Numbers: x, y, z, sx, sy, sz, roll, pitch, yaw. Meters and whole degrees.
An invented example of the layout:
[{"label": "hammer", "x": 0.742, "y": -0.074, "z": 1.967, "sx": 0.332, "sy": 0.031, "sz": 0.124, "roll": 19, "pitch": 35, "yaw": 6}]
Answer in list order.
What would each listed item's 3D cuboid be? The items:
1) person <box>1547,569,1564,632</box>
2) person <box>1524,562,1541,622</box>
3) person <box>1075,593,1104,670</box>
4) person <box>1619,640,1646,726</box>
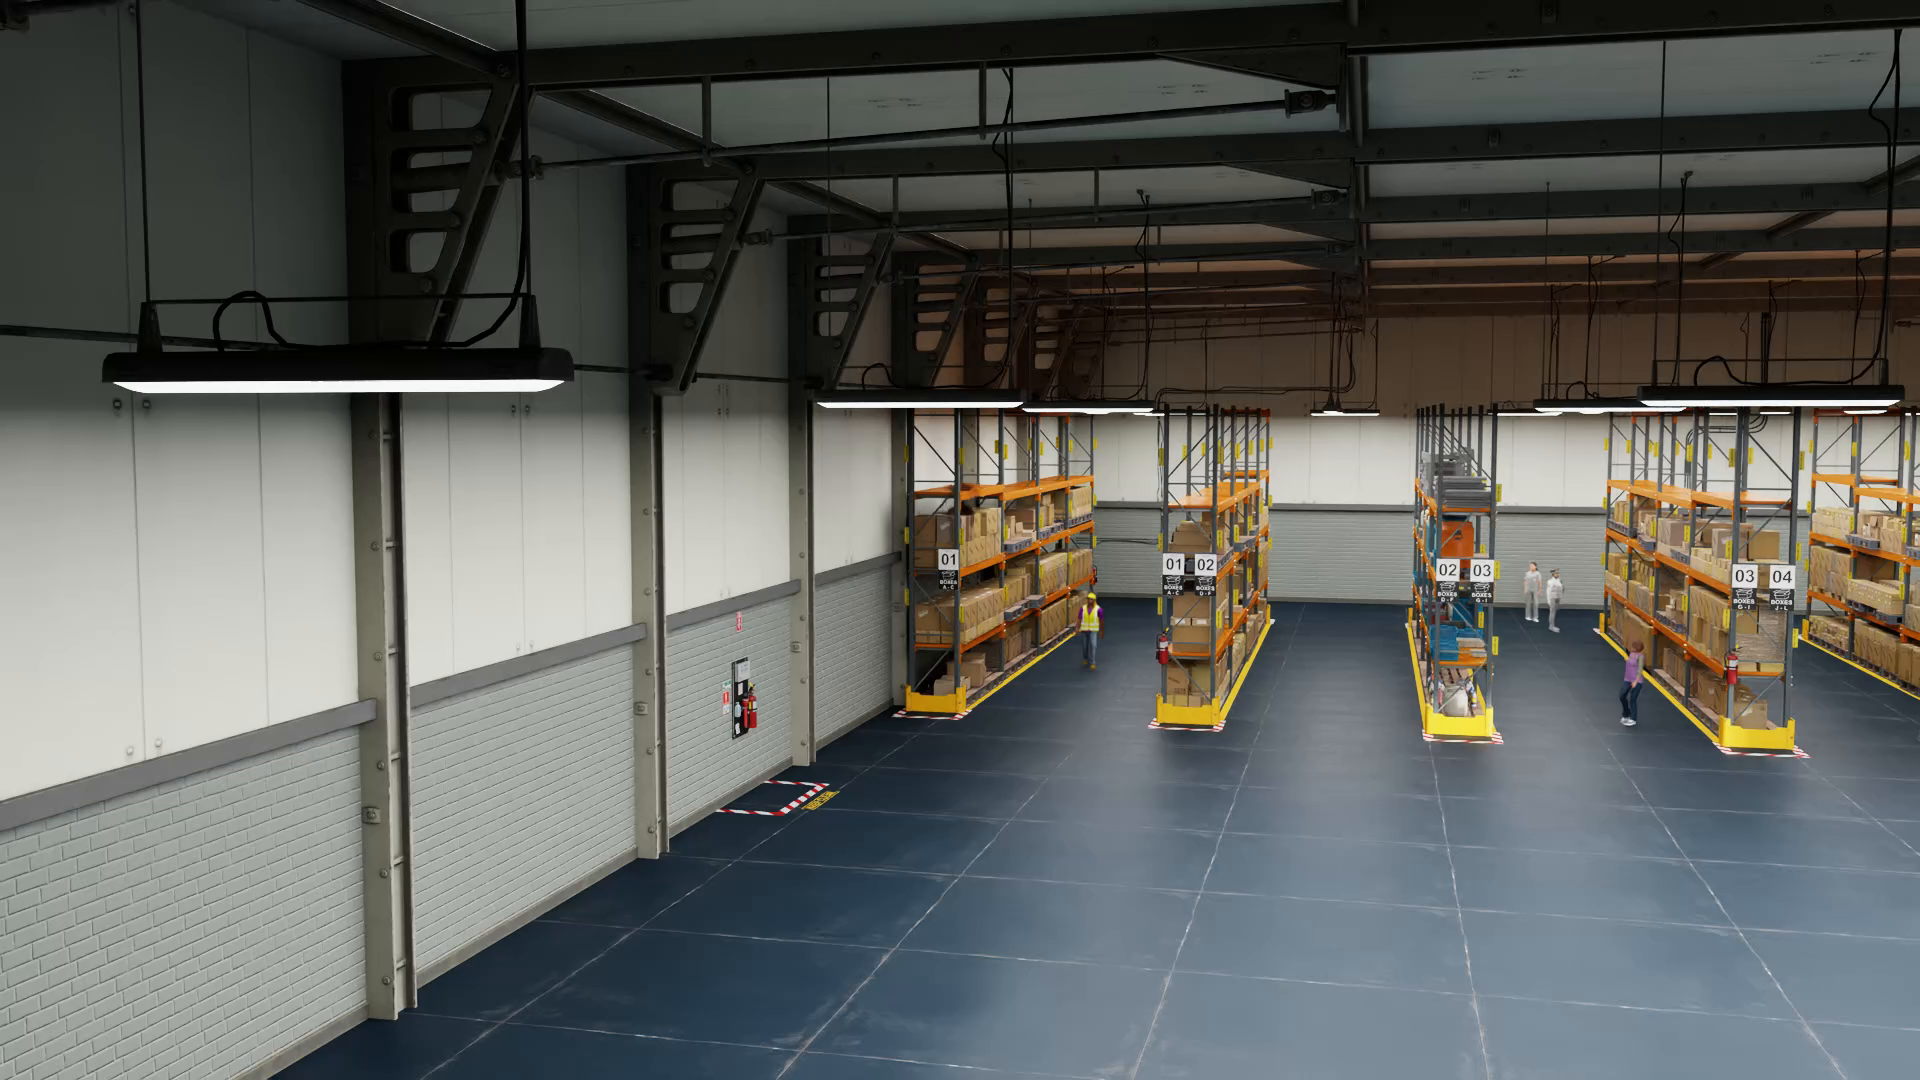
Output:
[{"label": "person", "x": 16.116, "y": 1.622, "z": 44.943, "sx": 0.514, "sy": 1.711, "sz": 0.500, "roll": -2, "pitch": 5, "yaw": -31}, {"label": "person", "x": 16.244, "y": 1.470, "z": 47.157, "sx": 0.455, "sy": 1.690, "sz": 0.516, "roll": 1, "pitch": 4, "yaw": 10}, {"label": "person", "x": 2.971, "y": 2.085, "z": 38.103, "sx": 0.653, "sy": 1.725, "sz": 1.002, "roll": 1, "pitch": 4, "yaw": 7}, {"label": "person", "x": 12.579, "y": 2.681, "z": 31.115, "sx": 0.418, "sy": 1.615, "sz": 0.473, "roll": -2, "pitch": 5, "yaw": -26}]
